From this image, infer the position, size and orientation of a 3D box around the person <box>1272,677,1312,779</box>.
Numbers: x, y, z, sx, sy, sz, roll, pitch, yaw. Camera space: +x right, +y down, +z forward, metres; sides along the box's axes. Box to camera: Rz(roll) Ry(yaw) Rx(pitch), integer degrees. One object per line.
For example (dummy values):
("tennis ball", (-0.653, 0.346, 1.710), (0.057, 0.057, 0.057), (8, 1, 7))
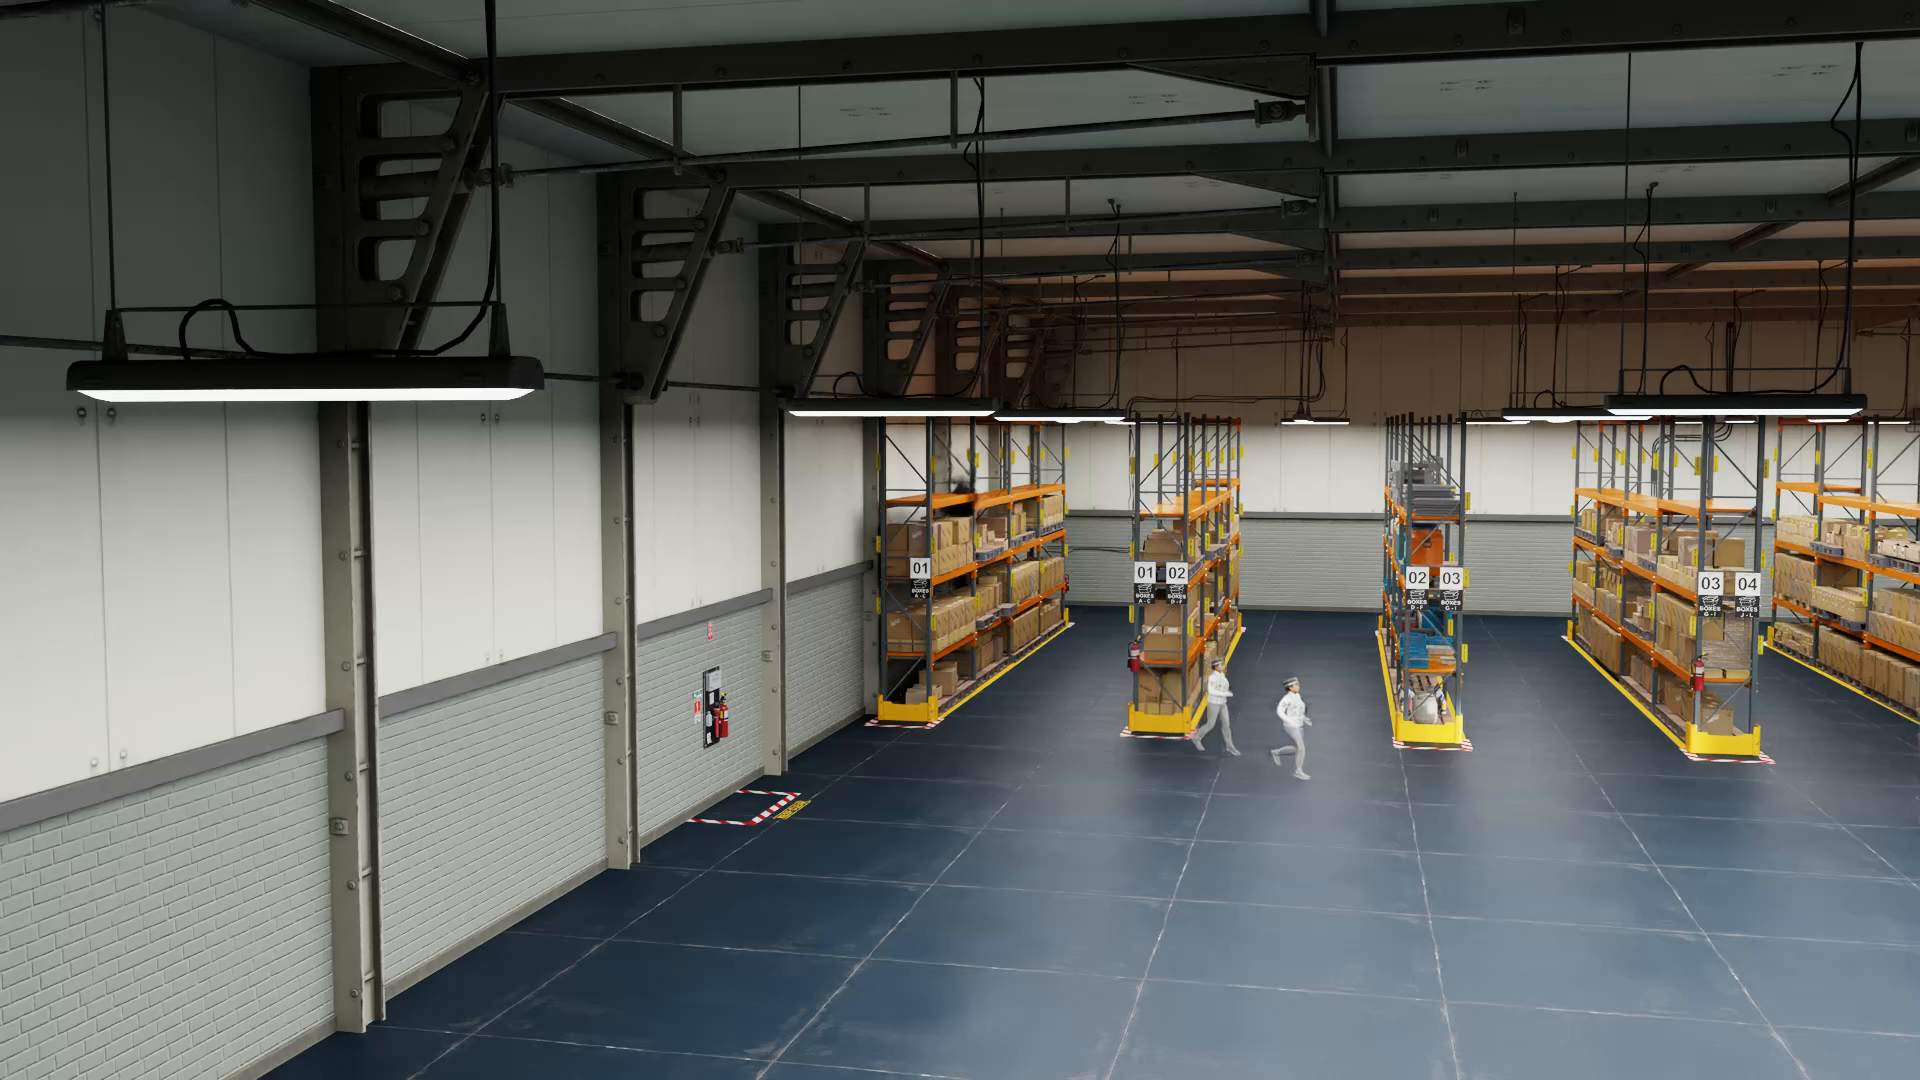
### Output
("person", (5.409, 3.062, 27.238), (0.708, 1.677, 0.618), (3, 5, 34))

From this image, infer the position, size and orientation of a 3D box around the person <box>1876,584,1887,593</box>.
("person", (23.060, 2.018, 41.650), (0.634, 1.837, 0.874), (0, 4, 1))

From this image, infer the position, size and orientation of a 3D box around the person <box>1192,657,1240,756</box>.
("person", (4.487, 2.893, 29.095), (0.897, 1.702, 0.627), (3, 5, 38))
